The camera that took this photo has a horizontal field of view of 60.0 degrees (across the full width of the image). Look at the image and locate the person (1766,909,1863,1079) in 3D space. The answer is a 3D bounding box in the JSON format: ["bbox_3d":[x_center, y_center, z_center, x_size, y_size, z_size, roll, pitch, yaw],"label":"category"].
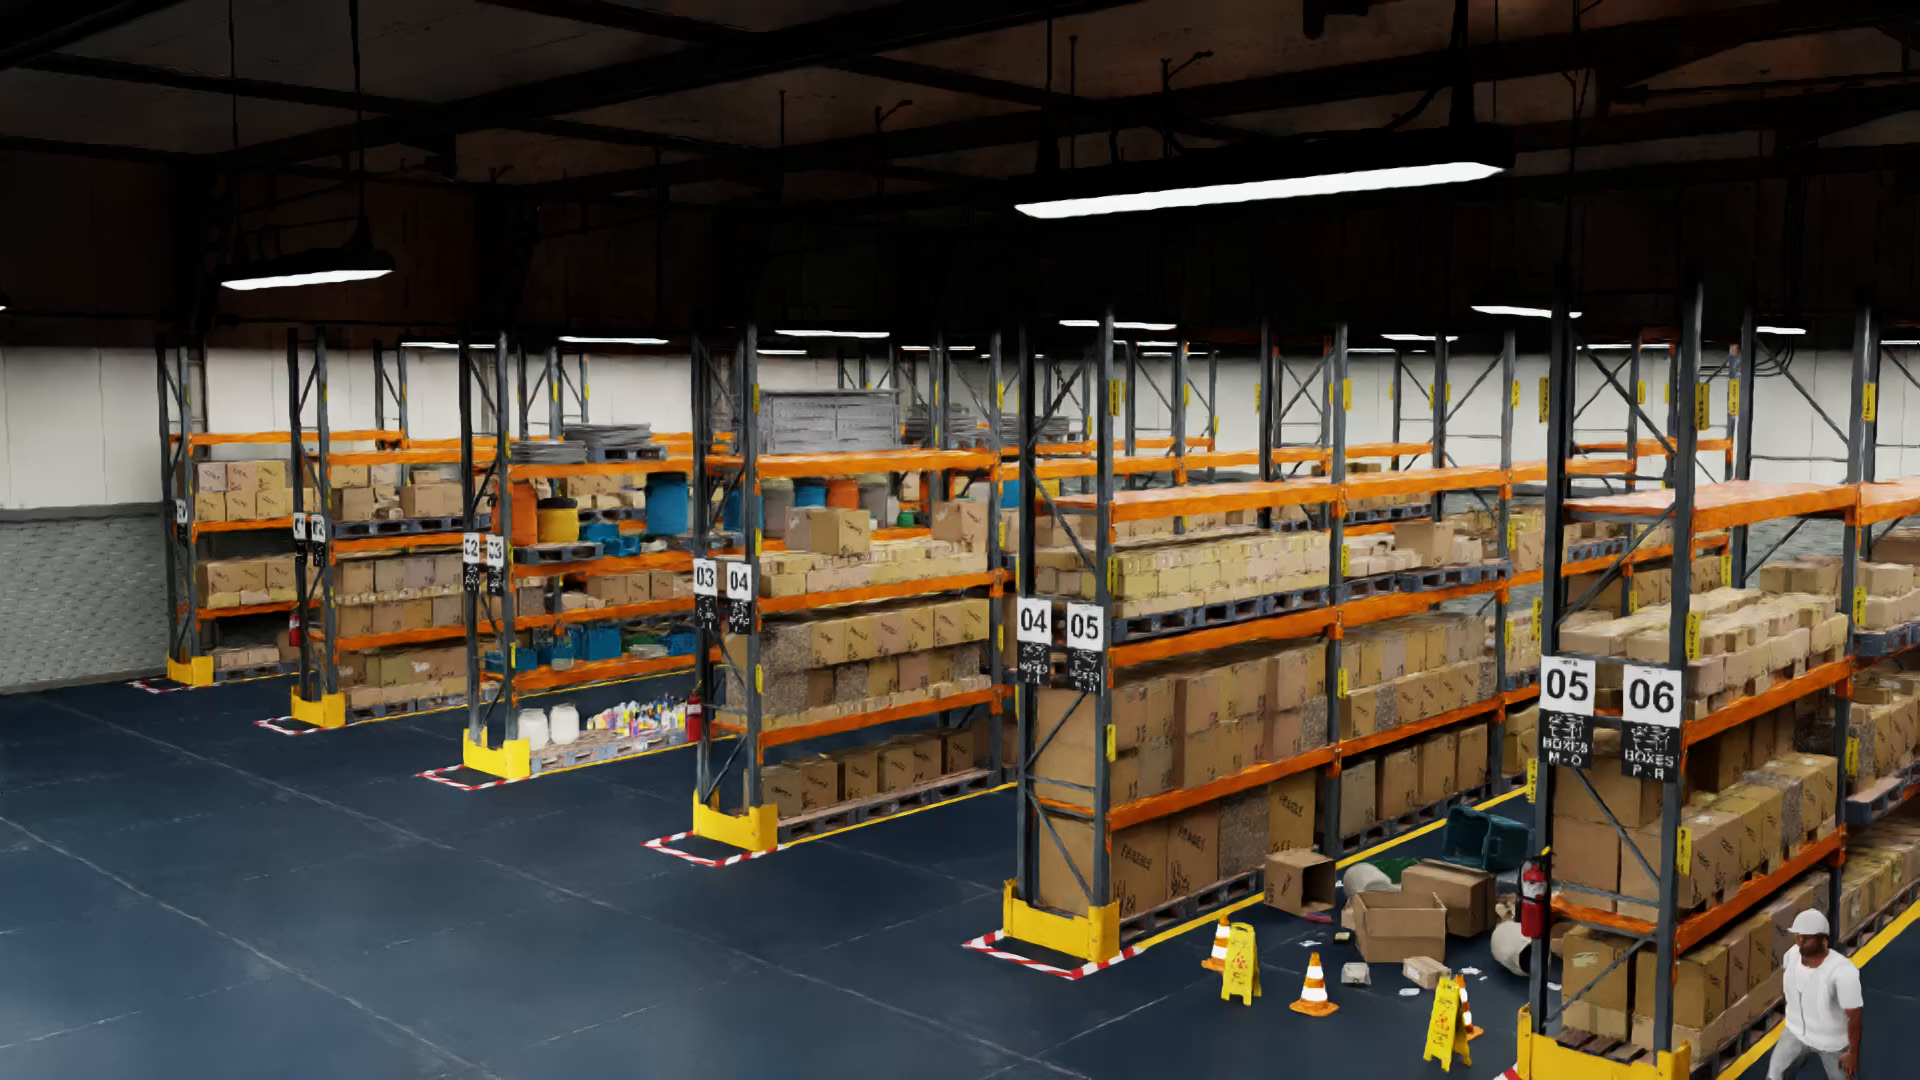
[{"bbox_3d":[5.727,3.284,11.054,0.971,1.712,0.614,-3,6,-28],"label":"person"}]
